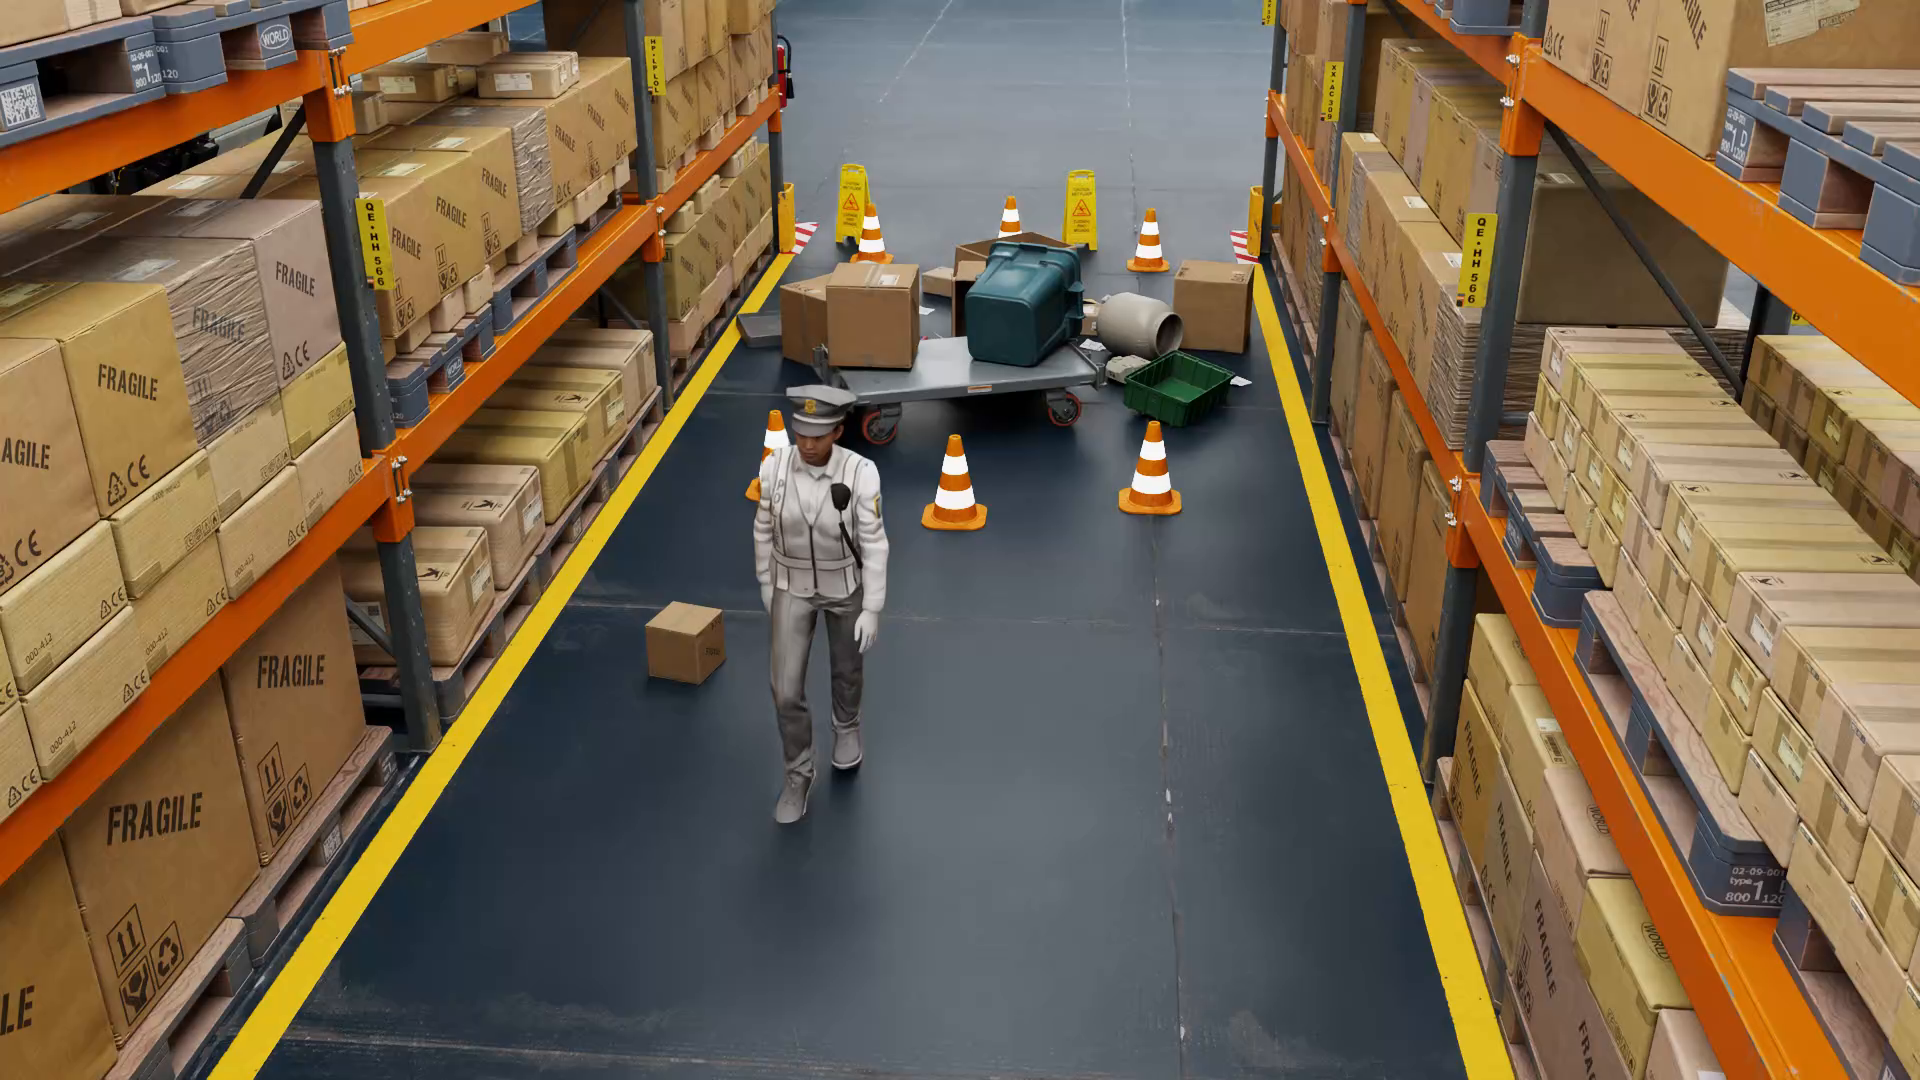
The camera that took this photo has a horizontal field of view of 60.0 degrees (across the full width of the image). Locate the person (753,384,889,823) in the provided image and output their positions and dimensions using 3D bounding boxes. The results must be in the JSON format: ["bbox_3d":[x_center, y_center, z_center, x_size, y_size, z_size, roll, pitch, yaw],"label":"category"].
[{"bbox_3d":[-0.505,0.212,6.180,0.507,1.731,0.588,1,25,1],"label":"person"}]
